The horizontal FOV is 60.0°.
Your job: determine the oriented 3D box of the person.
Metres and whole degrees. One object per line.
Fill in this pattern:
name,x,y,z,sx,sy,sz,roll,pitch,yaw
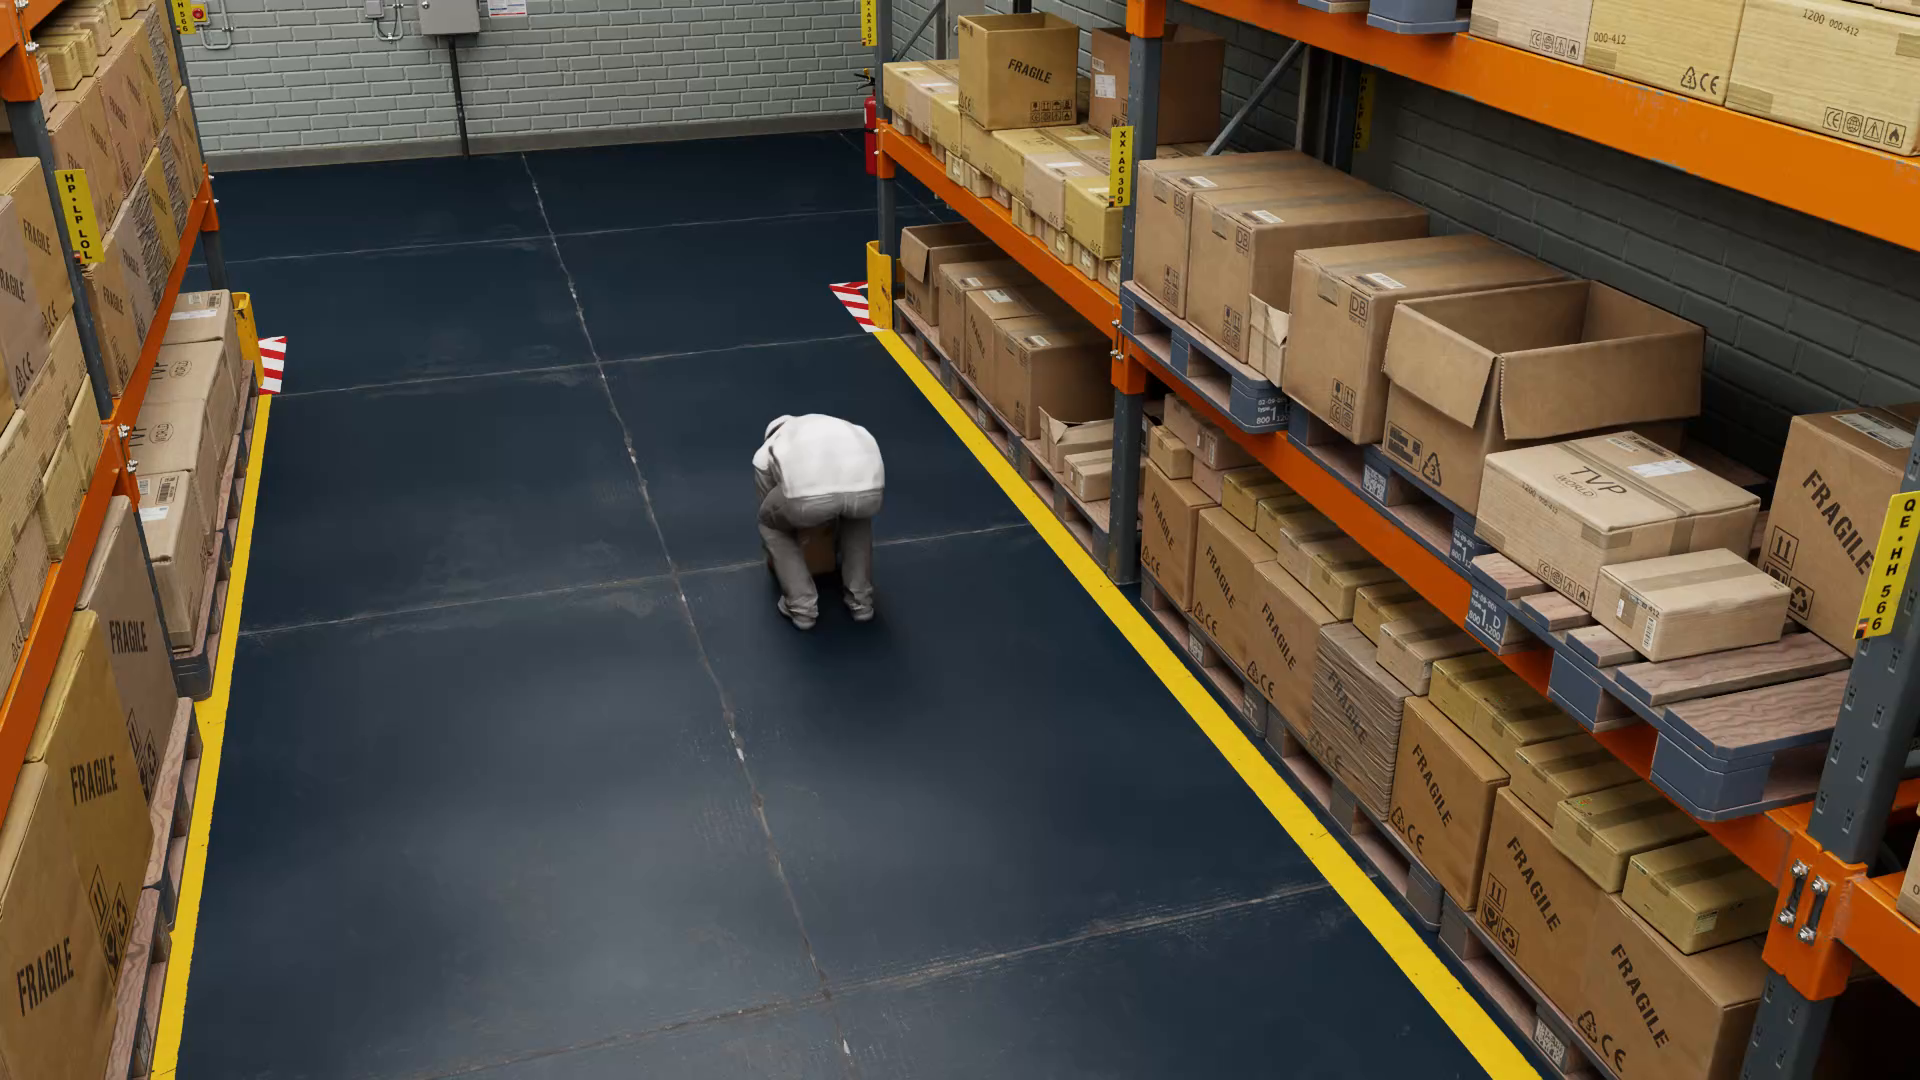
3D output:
person,-0.658,-0.165,7.389,0.519,0.923,0.999,-9,28,-18
